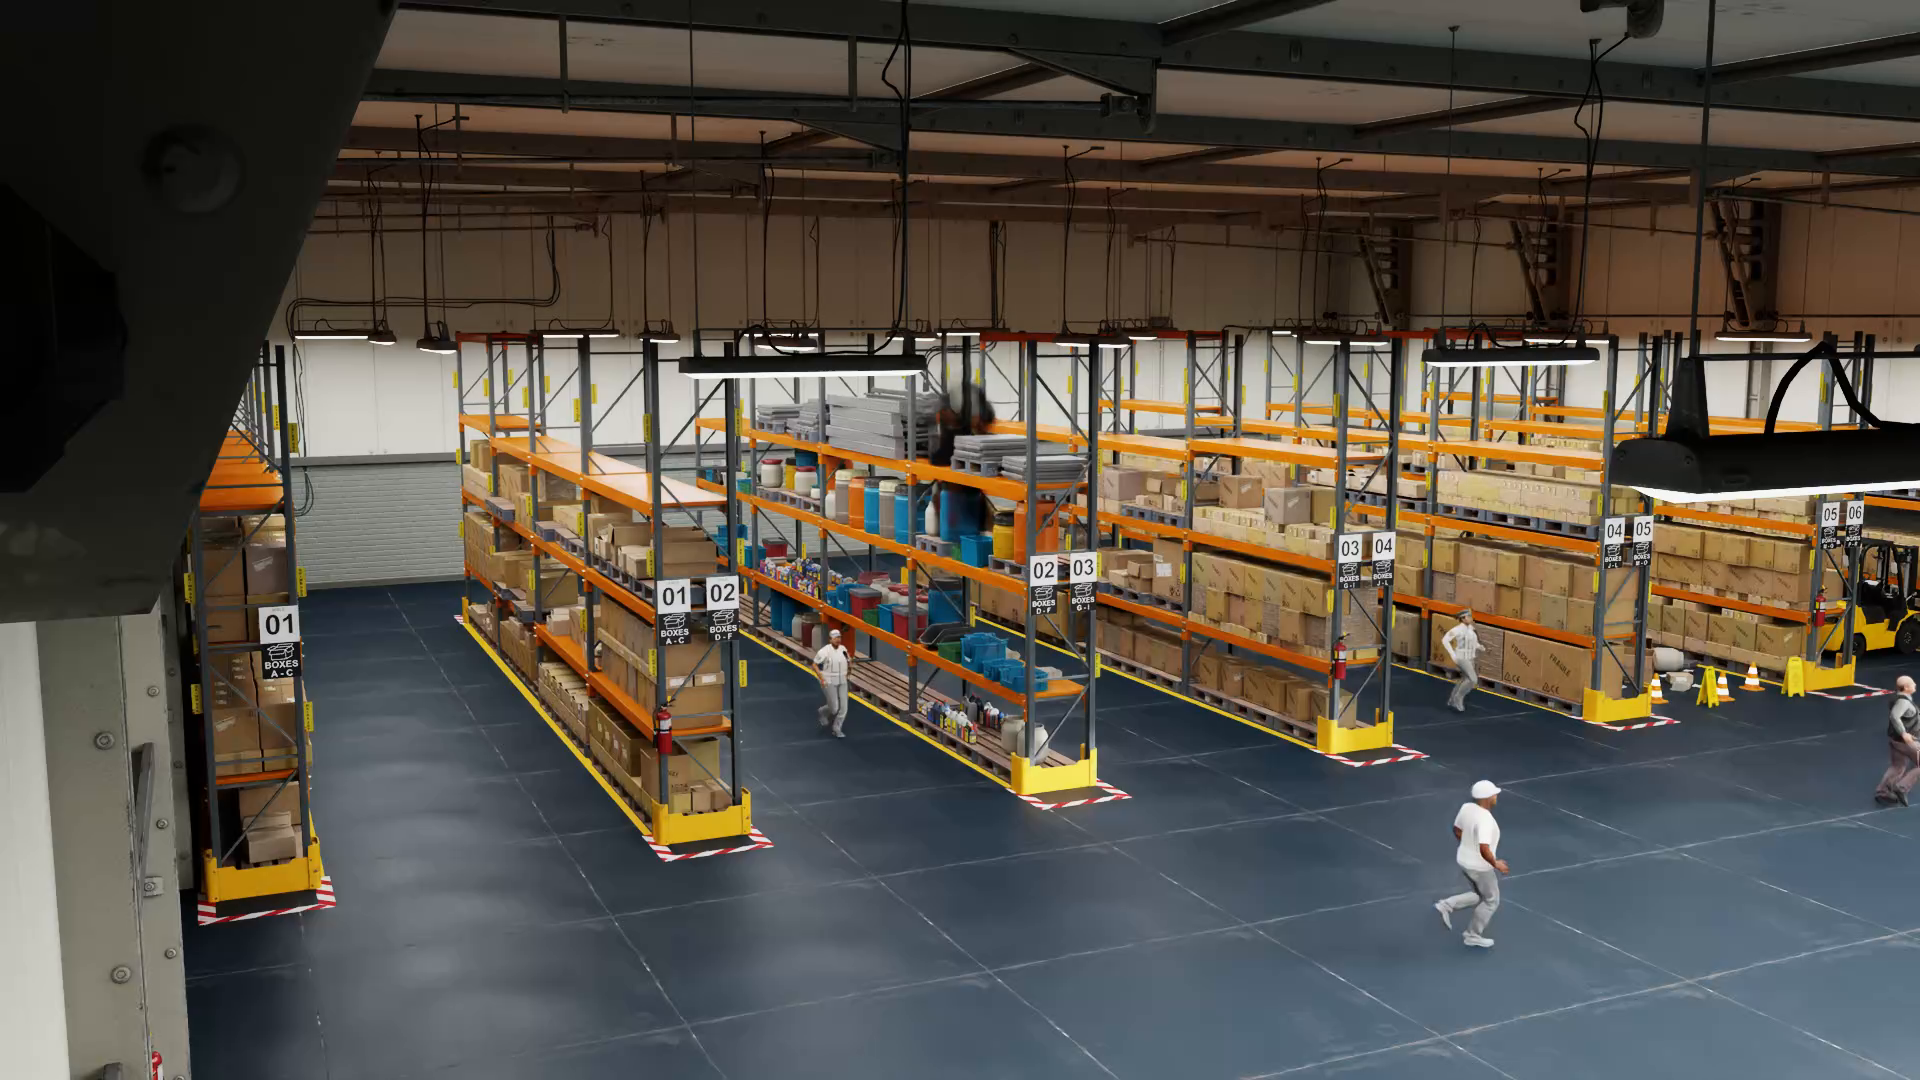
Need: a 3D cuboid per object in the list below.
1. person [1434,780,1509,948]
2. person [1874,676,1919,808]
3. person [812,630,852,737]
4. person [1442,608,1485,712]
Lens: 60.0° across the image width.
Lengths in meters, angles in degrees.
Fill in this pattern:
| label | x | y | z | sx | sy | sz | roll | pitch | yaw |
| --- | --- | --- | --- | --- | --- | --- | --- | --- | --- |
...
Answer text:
| label | x | y | z | sx | sy | sz | roll | pitch | yaw |
| --- | --- | --- | --- | --- | --- | --- | --- | --- | --- |
| person | 5.131 | 3.253 | 16.693 | 0.622 | 1.713 | 0.682 | -1 | 8 | -7 |
| person | 12.223 | 2.600 | 21.464 | 0.670 | 1.697 | 0.637 | 1 | 8 | 10 |
| person | -1.906 | 2.150 | 25.146 | 0.622 | 1.619 | 0.566 | -5 | 9 | -31 |
| person | 8.096 | 1.913 | 26.595 | 0.582 | 1.672 | 0.647 | -7 | 10 | -41 |
